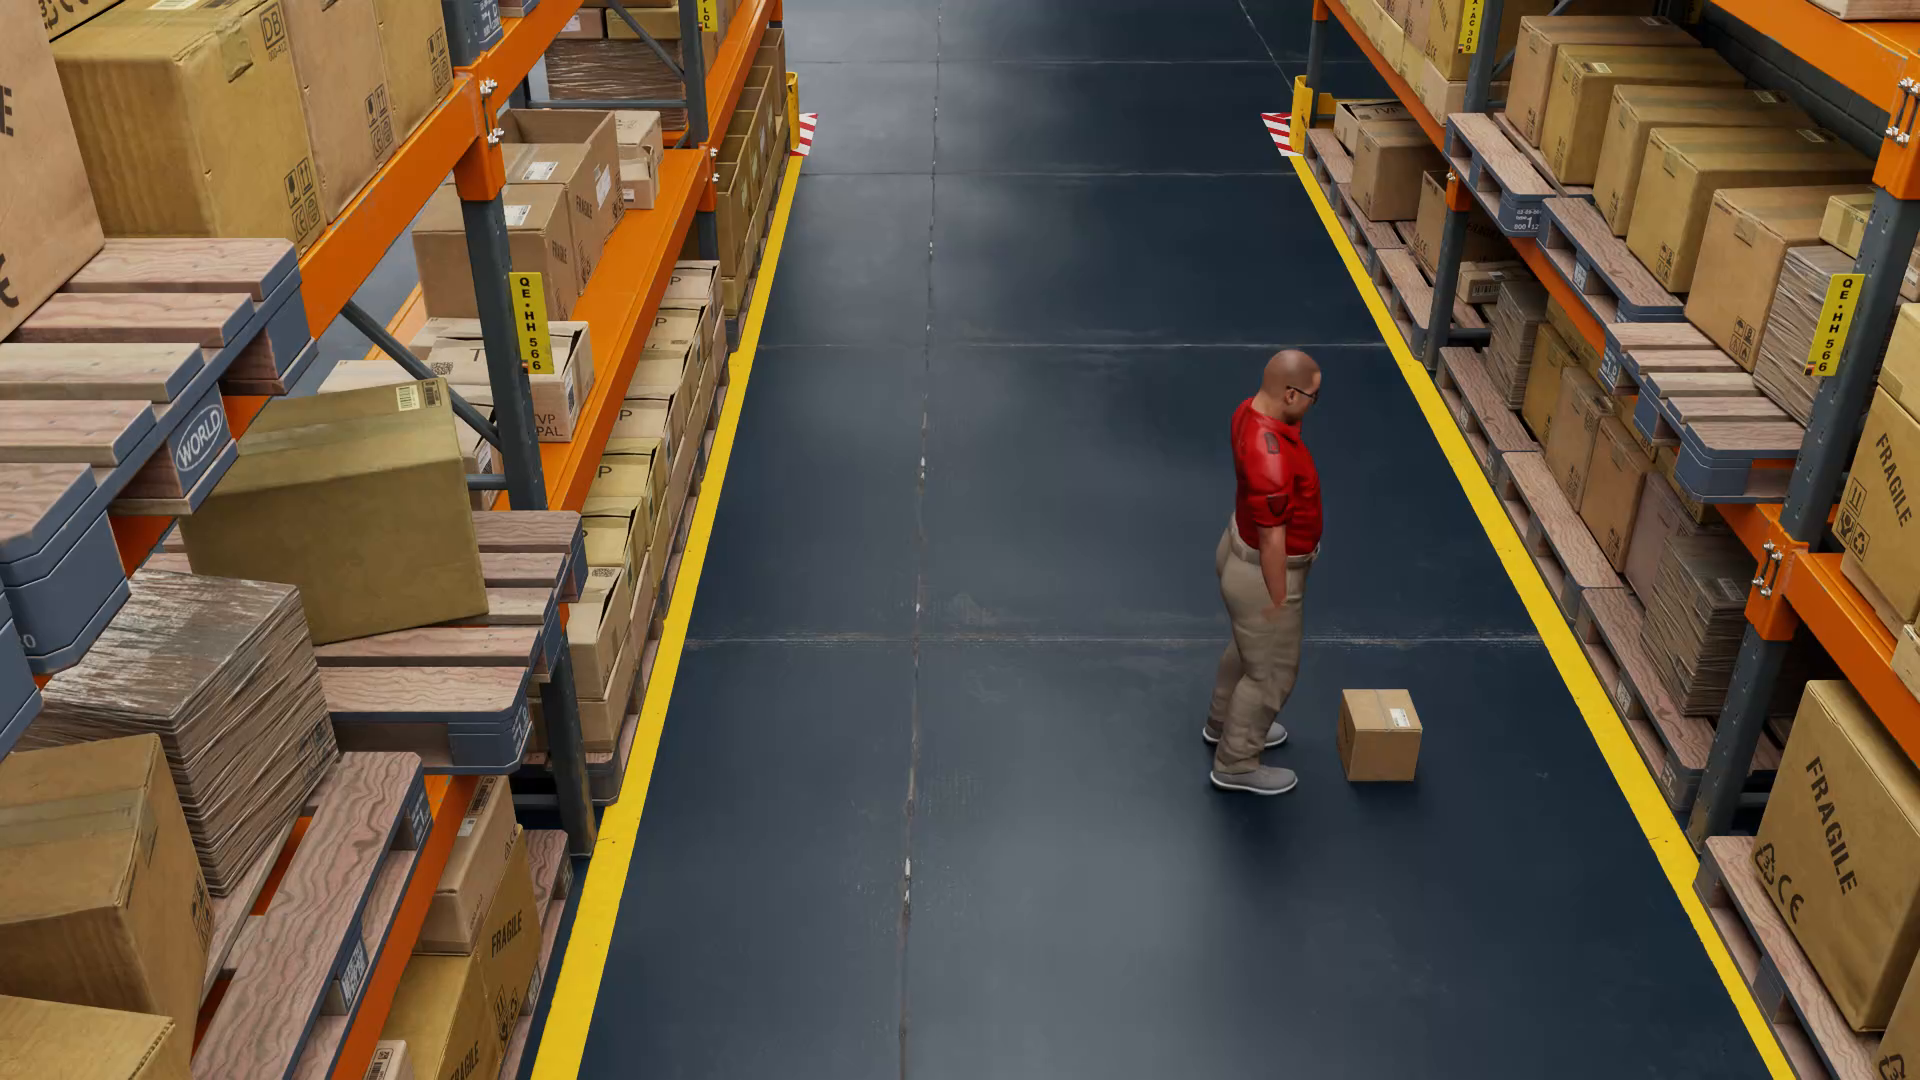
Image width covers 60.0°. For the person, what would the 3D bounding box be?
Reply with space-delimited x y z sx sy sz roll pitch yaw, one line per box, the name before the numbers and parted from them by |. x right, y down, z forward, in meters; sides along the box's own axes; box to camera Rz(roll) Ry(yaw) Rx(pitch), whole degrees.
person | 1.104 0.108 5.993 0.357 1.723 0.532 0 31 1
